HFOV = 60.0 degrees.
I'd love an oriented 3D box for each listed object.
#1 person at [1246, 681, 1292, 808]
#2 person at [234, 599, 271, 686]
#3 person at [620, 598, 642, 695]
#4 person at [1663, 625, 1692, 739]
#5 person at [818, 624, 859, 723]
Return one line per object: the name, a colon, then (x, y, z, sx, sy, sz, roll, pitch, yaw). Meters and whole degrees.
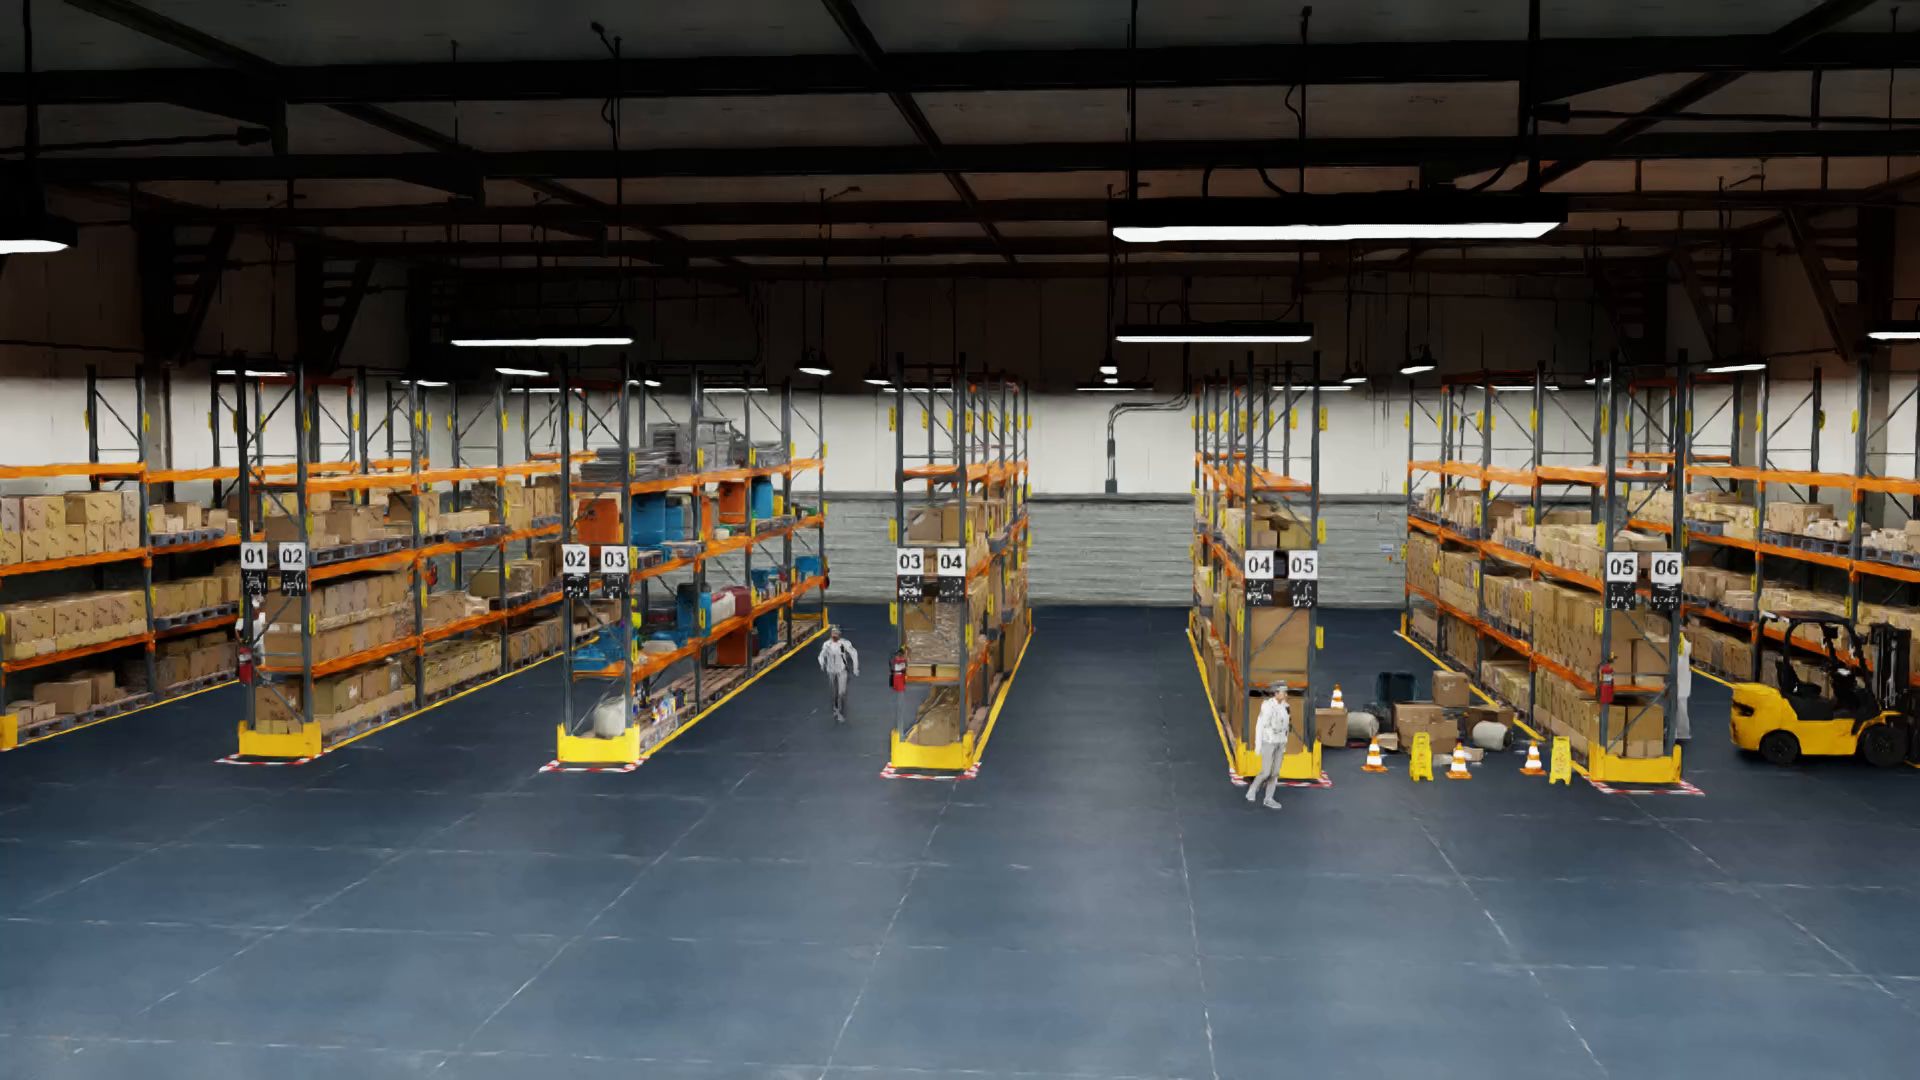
person: (4.022, 2.636, 21.629, 0.538, 1.671, 0.517, -2, 5, -31)
person: (-13.151, 1.912, 31.057, 0.696, 1.645, 0.836, -1, 4, -11)
person: (-6.025, 1.937, 30.554, 0.579, 1.763, 0.676, 2, 5, 31)
person: (11.308, 2.232, 26.276, 0.550, 1.782, 0.636, 3, 5, 36)
person: (-2.059, 2.207, 27.935, 0.637, 1.627, 0.790, 1, 4, 11)
